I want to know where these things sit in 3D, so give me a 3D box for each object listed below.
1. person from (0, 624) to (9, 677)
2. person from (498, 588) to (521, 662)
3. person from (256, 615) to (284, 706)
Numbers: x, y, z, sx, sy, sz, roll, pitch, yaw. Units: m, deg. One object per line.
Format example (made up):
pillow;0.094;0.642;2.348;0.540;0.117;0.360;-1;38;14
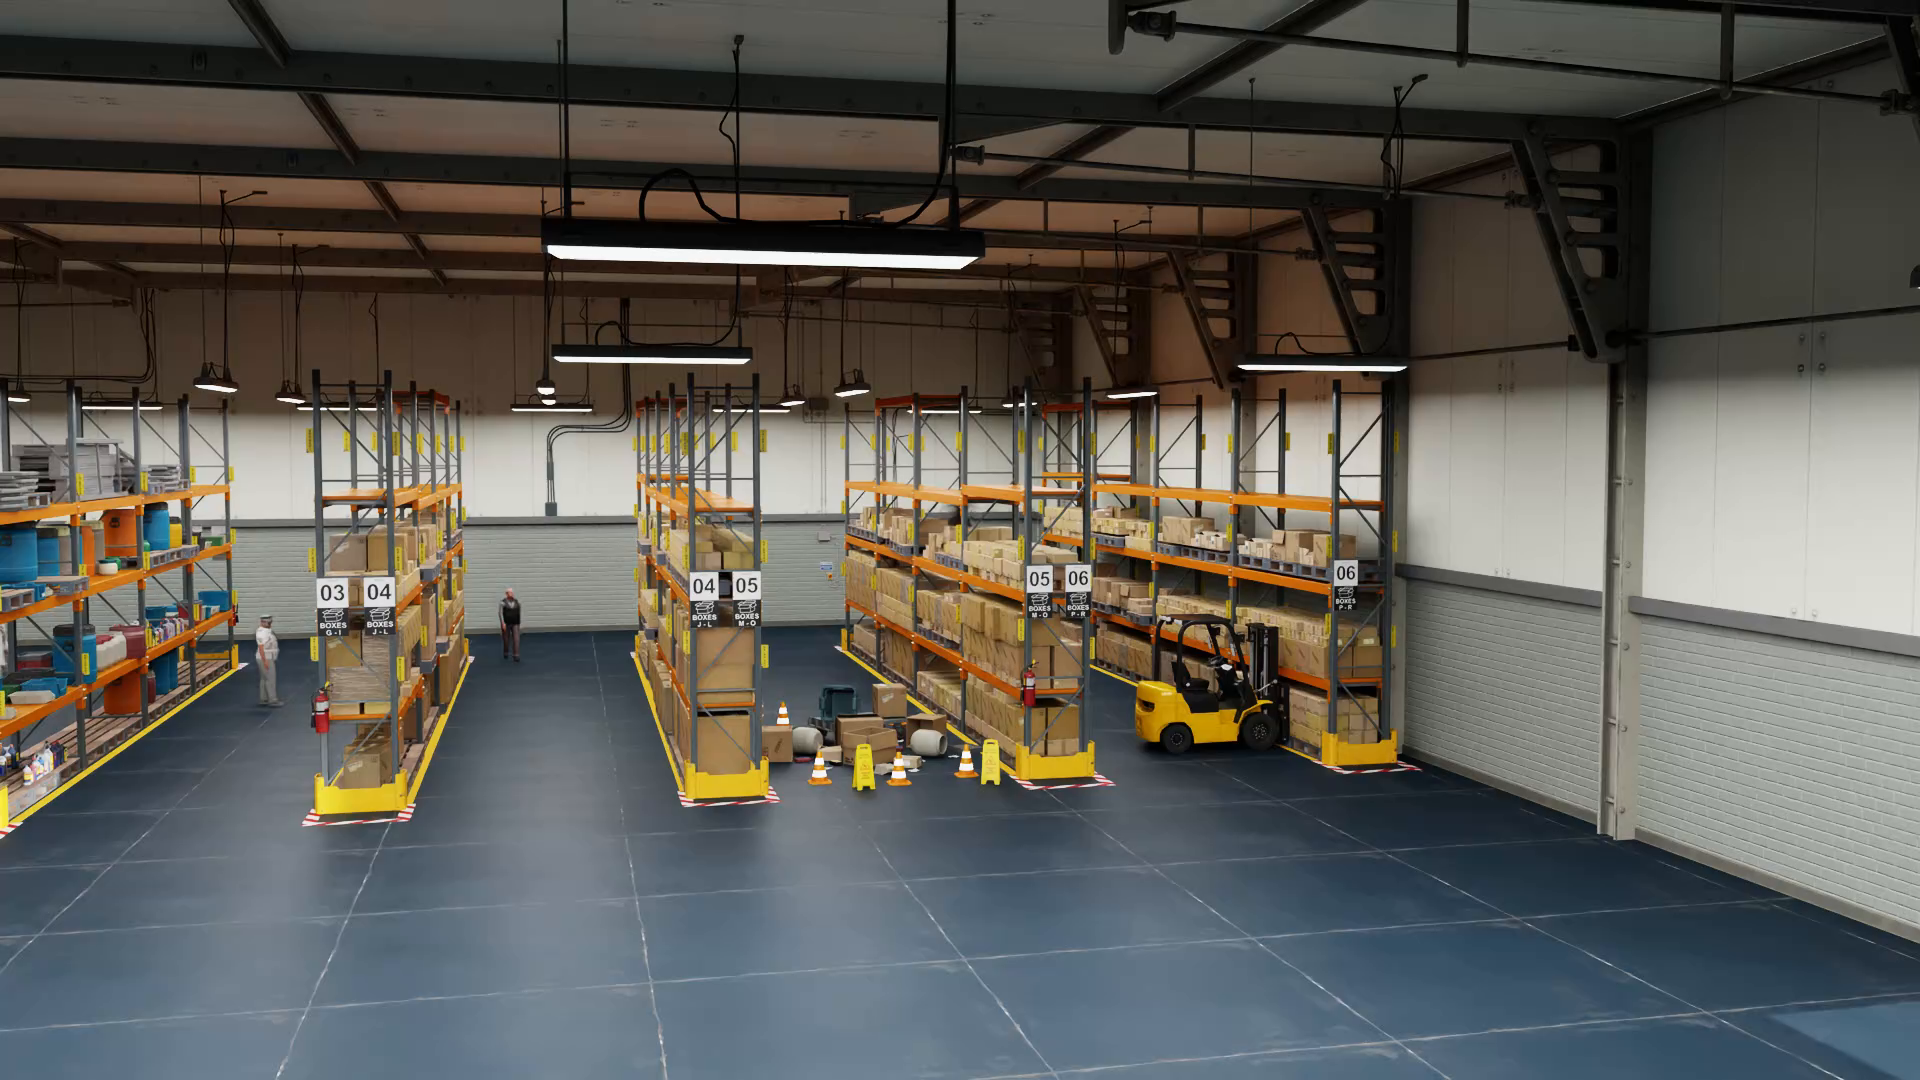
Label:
person;-18.890;2.224;32.562;0.524;1.788;0.592;-1;3;-17
person;-10.329;1.954;38.198;0.531;1.682;1.012;-1;4;-21
person;-13.166;2.292;31.718;0.479;1.741;0.615;-1;4;-23
